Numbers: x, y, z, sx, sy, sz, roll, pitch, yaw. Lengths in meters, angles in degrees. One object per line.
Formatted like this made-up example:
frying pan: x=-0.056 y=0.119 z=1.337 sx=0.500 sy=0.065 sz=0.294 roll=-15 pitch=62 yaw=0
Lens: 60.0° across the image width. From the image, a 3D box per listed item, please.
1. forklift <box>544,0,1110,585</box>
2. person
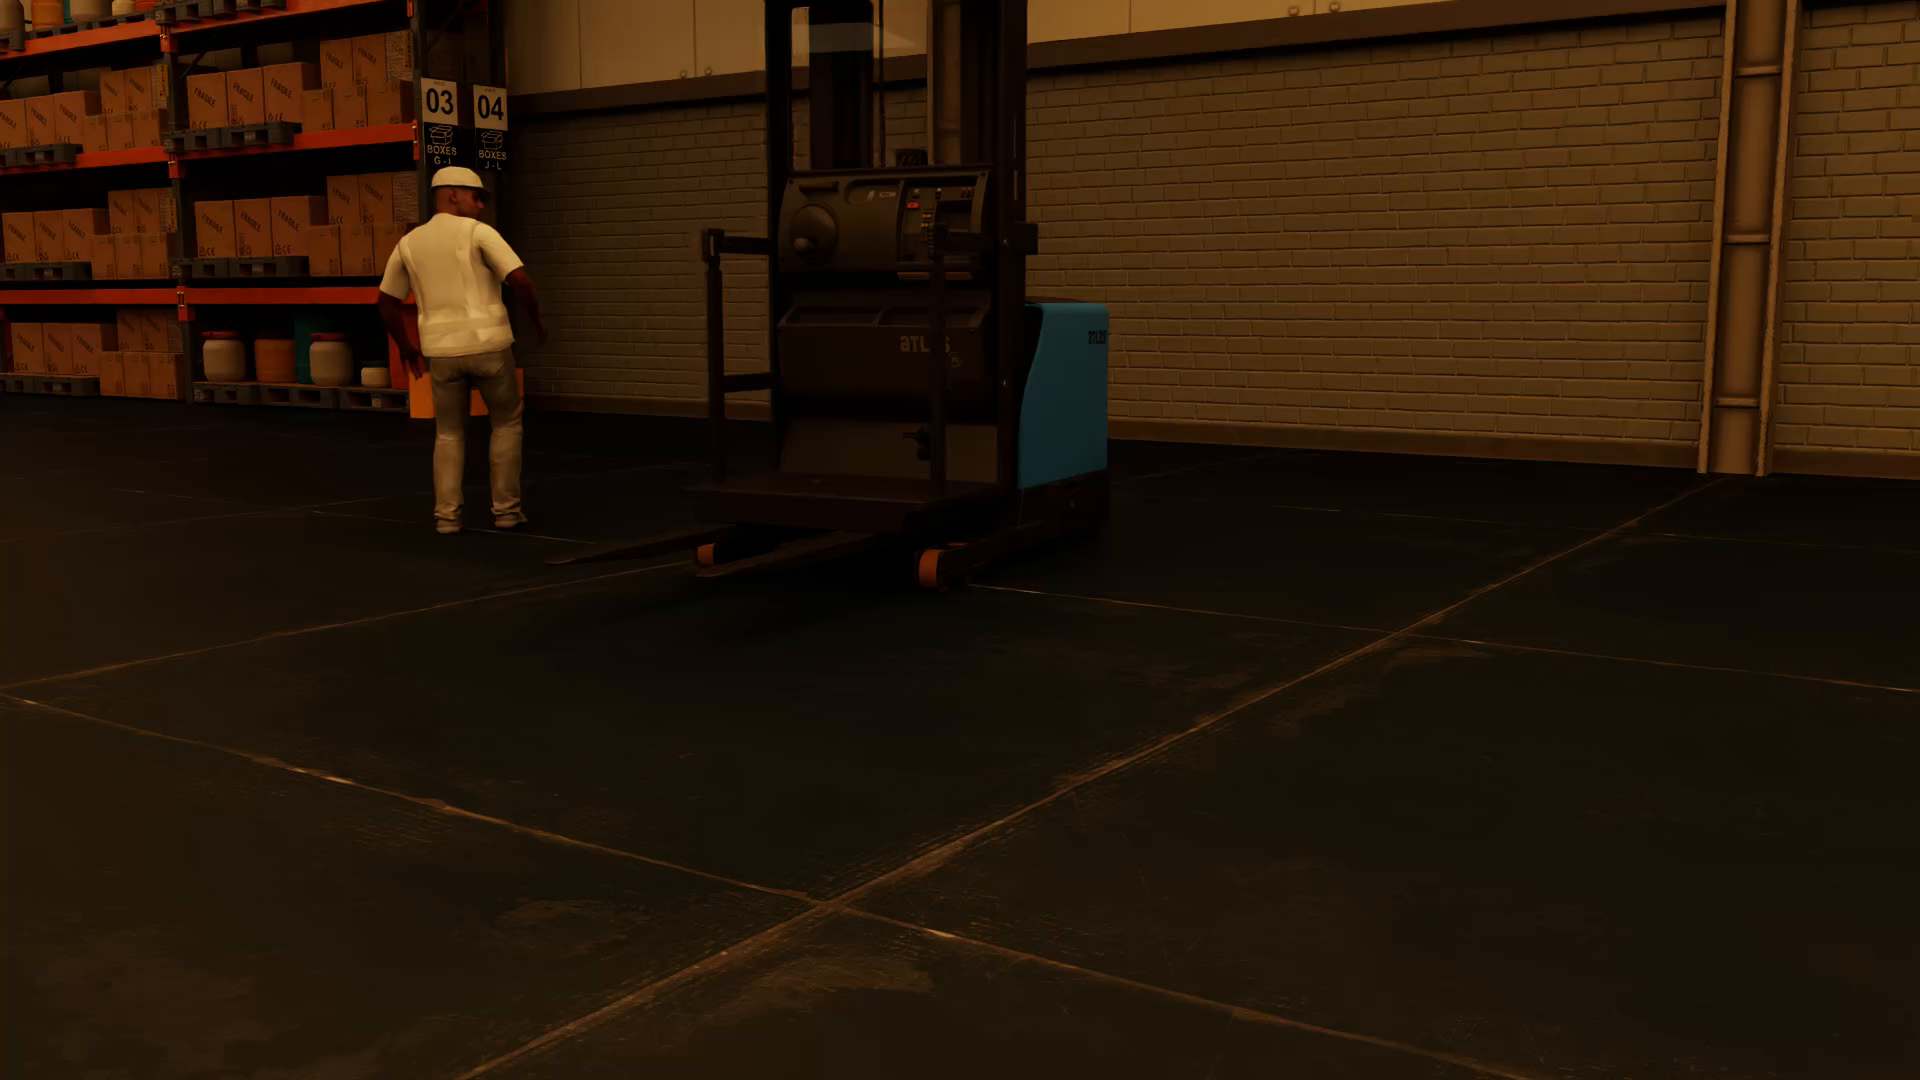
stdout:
forklift: x=-0.408 y=-1.327 z=6.521 sx=1.130 sy=2.935 sz=3.031 roll=4 pitch=9 yaw=26
person: x=-2.347 y=-0.900 z=7.877 sx=0.791 sy=1.718 sz=0.516 roll=1 pitch=8 yaw=5
